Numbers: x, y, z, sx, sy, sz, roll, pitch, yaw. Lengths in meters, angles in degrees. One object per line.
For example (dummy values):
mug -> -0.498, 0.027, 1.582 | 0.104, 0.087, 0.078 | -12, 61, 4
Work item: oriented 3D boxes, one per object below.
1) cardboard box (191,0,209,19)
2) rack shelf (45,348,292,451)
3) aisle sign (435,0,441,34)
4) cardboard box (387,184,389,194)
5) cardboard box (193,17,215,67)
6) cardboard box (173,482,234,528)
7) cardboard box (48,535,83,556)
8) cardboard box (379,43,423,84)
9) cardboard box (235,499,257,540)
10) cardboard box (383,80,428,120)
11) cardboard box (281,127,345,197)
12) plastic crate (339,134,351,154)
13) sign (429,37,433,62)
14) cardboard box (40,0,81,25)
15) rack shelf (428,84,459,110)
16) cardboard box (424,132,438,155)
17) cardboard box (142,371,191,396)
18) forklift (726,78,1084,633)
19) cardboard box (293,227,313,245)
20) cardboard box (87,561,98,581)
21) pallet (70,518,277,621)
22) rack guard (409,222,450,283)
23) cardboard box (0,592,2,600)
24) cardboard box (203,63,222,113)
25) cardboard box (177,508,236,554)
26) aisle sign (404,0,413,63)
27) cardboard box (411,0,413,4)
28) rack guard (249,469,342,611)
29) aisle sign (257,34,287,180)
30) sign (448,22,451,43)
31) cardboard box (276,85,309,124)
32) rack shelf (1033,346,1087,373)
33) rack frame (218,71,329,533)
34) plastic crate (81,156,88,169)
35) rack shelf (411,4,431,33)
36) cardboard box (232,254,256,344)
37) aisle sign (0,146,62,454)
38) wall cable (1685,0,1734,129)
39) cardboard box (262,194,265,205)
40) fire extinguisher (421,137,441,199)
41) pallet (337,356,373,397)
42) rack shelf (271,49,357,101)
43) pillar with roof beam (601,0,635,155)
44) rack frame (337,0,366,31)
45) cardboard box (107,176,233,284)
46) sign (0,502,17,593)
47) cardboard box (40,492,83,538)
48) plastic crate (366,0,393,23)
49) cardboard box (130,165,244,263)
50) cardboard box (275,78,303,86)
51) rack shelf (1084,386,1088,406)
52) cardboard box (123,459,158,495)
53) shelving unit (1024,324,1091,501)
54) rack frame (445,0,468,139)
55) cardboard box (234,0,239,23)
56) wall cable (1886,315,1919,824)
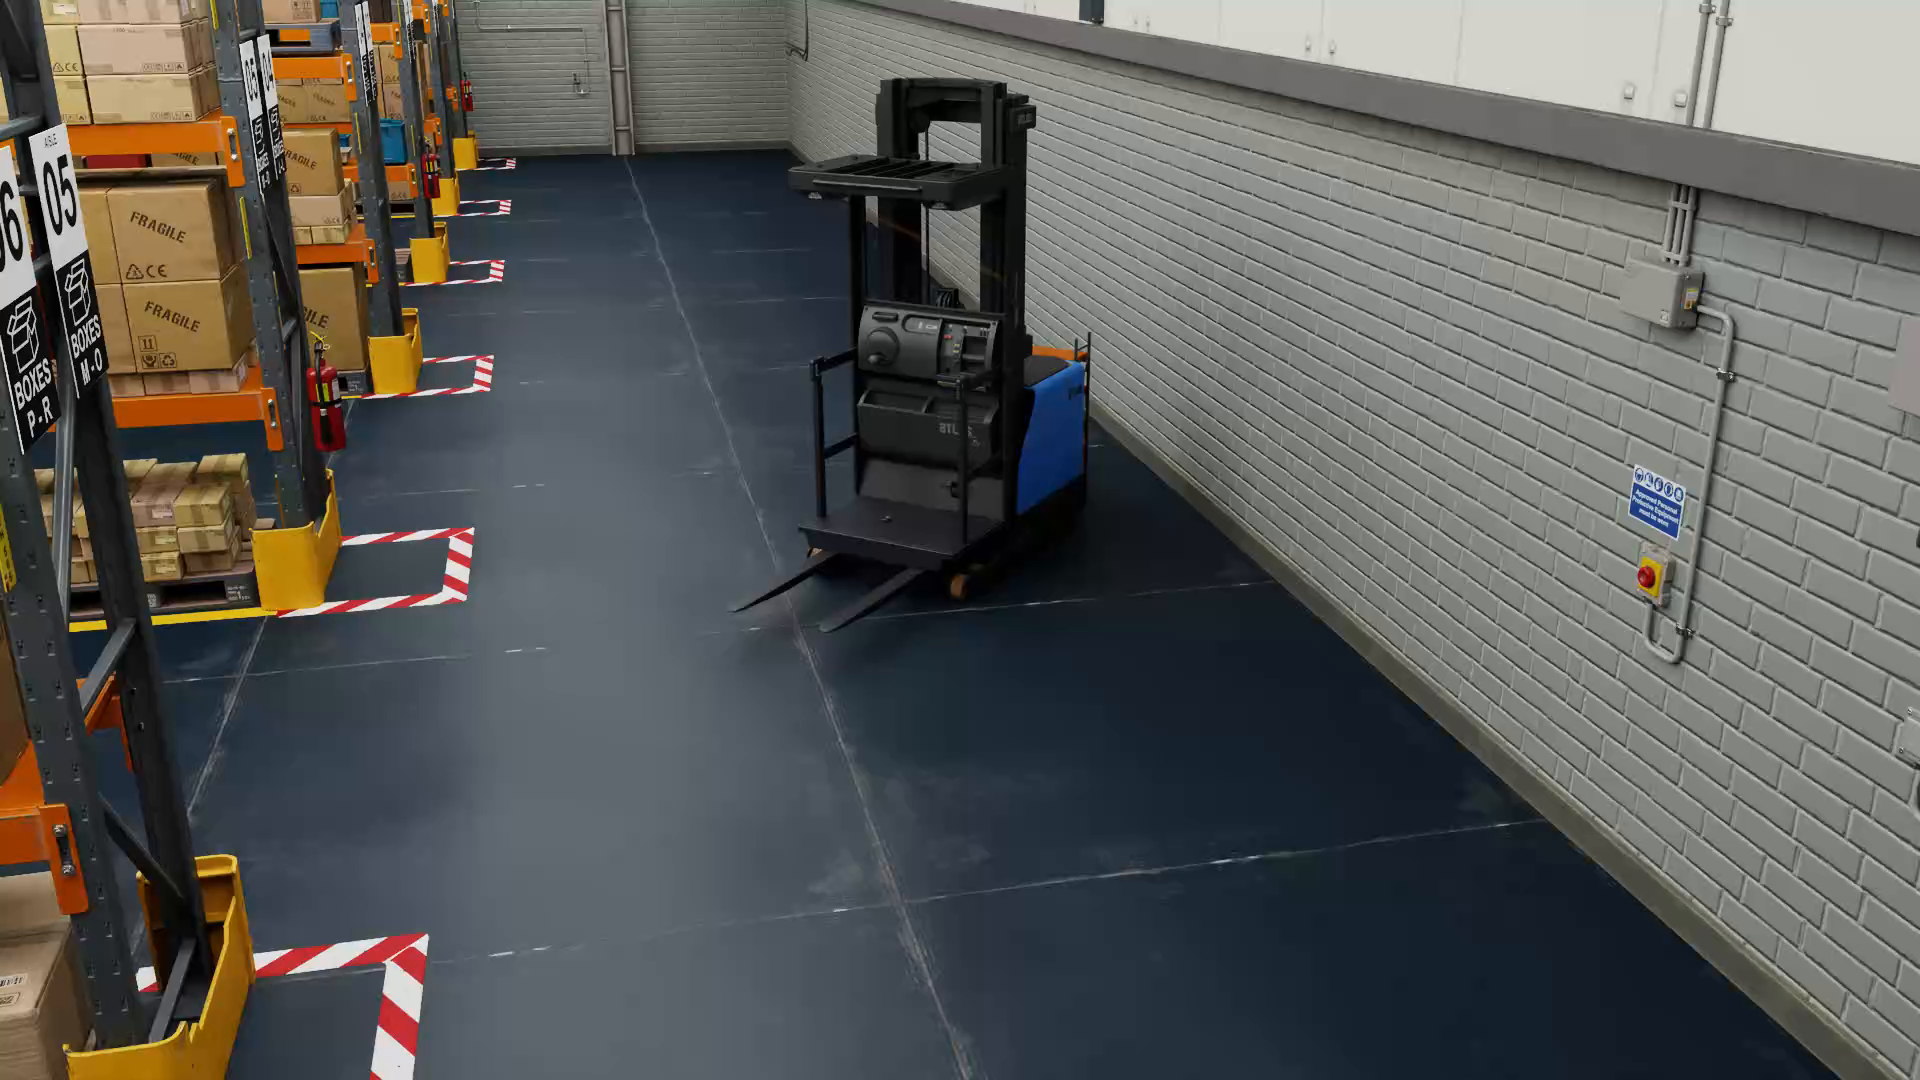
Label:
cardboard box -> -4.375, -3.009, 9.339 | 0.250, 0.149, 0.380 | -5, 21, -13
rack shelf -> -5.953, -0.703, 9.538 | 4.000, 0.370, 1.077 | -5, 21, -12
aisle sign -> -7.327, -7.508, 23.289 | 0.004, 0.787, 0.394 | -5, 21, -12
cardboard box -> -8.213, -4.932, 23.517 | 0.250, 0.166, 0.380 | -5, 21, -12
cardboard box -> -4.504, -2.823, 9.410 | 0.500, 0.250, 0.500 | -4, 21, -12
cardboard box -> -4.464, -0.210, 9.816 | 0.250, 0.149, 0.380 | -4, 21, -12
cardboard box -> -5.246, -0.031, 9.760 | 0.250, 0.149, 0.380 | -5, 21, -13
cardboard box -> -7.696, -6.572, 22.917 | 0.500, 0.500, 0.500 | -5, 21, -13
cardboard box -> -4.591, -0.123, 10.443 | 0.250, 0.149, 0.380 | -4, 21, -11
cardboard box -> -7.699, -6.104, 23.090 | 0.500, 0.500, 0.500 | -4, 20, -11
cardboard box -> -5.464, -3.162, 13.900 | 0.500, 0.500, 0.500 | -4, 21, -12
plastic crate -> -7.146, -4.513, 19.050 | 0.300, 0.233, 0.416 | -5, 21, -12
sign -> -7.218, -6.688, 22.688 | 0.005, 0.325, 0.100 | -5, 21, -12
cardboard box -> -4.775, -2.827, 8.841 | 0.250, 0.149, 0.380 | -5, 21, -14
rack shelf -> -10.416, -7.345, 27.671 | 4.000, 0.370, 1.077 | -5, 21, -12
cardboard box -> -9.128, -6.776, 28.094 | 0.500, 0.500, 0.700 | -5, 21, -12
cardboard box -> -4.510, -0.953, 9.541 | 0.250, 0.149, 0.380 | -5, 21, -13
forklift -> -0.296, -1.185, 9.909 | 1.130, 2.935, 3.031 | 10, 23, 26
cardboard box -> -5.573, -2.589, 14.008 | 0.250, 0.149, 0.380 | -4, 21, -12
cardboard box -> -4.975, 0.101, 9.833 | 0.250, 0.149, 0.380 | -5, 21, -13
pallet -> -4.880, 0.169, 10.166 | 1.213, 0.211, 1.003 | -5, 21, -12
rack guard -> -6.169, -3.357, 19.373 | 0.348, 0.500, 1.175 | -5, 21, -12
cardboard box -> -3.184, 0.052, 4.834 | 0.500, 0.500, 0.500 | -4, 20, -11
cardboard box -> -4.503, -2.587, 9.492 | 0.500, 0.250, 0.500 | -4, 20, -11
cardboard box -> -4.455, -0.060, 9.838 | 0.250, 0.149, 0.380 | -5, 21, -14
aisle sign -> -6.052, -5.653, 18.227 | 0.004, 0.787, 0.394 | -5, 21, -12
cardboard box -> -7.884, -7.566, 23.084 | 0.500, 0.250, 0.500 | -5, 21, -12
rack guard -> -4.081, -0.019, 10.259 | 0.348, 0.500, 1.175 | -5, 21, -12
aisle sign -> -4.005, -2.526, 9.689 | 0.004, 0.787, 0.394 | -5, 21, -12
sign -> -8.358, -8.313, 27.240 | 0.005, 0.325, 0.100 | -5, 21, -12
cardboard box -> -9.180, -5.984, 22.764 | 0.500, 0.500, 0.500 | -5, 21, -13
rack shelf -> 0.613, -1.223, 11.386 | 0.480, 0.148, 0.258 | 10, 23, 26
rack frame -> -4.007, -1.199, 9.846 | 0.127, 3.000, 1.000 | -5, 21, -12
plastic crate -> -9.597, -4.102, 18.067 | 0.243, 0.136, 0.396 | -5, 21, -12
rack shelf -> -9.272, -7.096, 22.629 | 4.000, 0.370, 1.077 | -5, 21, -12
cardboard box -> -4.508, -1.442, 9.933 | 0.500, 0.500, 0.500 | -4, 20, -10
aisle sign -> -2.628, -0.672, 4.630 | 0.004, 0.787, 0.394 | -5, 21, -12
wall cable -> 2.701, -2.911, 5.799 | 0.029, 3.000, 0.463 | -5, 21, -12
cardboard box -> -5.954, -2.769, 13.919 | 0.500, 0.250, 0.500 | -5, 21, -13
fire extinguisher -> -5.938, -4.173, 18.621 | 0.183, 0.674, 0.296 | -5, 21, -12
pallet -> -5.810, -1.468, 14.636 | 1.213, 0.211, 1.003 | -5, 21, -12
rack shelf -> -6.996, -3.779, 13.576 | 4.000, 0.370, 1.077 | -5, 21, -12
pillar with roof beam -> -5.050, -9.720, 24.387 | 0.400, 9.000, 9.100 | -5, 21, -12
rack frame -> -5.050, -5.684, 13.368 | 0.127, 3.000, 1.000 | -5, 21, -12
cardboard box -> -4.395, -1.735, 9.279 | 0.500, 0.500, 0.500 | -5, 21, -14
sign -> -2.658, -0.022, 4.606 | 0.005, 0.325, 0.100 | -5, 21, -12
cardboard box -> -5.211, -0.147, 9.644 | 0.250, 0.149, 0.380 | -5, 21, -15
plastic crate -> -6.629, -5.935, 18.604 | 0.590, 0.269, 0.497 | -5, 21, -12
cardboard box -> -4.505, -1.908, 9.751 | 0.500, 0.500, 0.500 | -5, 21, -13
cardboard box -> -9.191, -6.449, 22.579 | 0.500, 0.500, 0.500 | -4, 20, -11
rack shelf -> 0.613, -1.001, 11.467 | 0.480, 0.148, 0.258 | 10, 23, 26
cardboard box -> -5.110, -0.370, 10.252 | 0.250, 0.149, 0.380 | -5, 21, -13
shelving unit -> 0.613, -0.854, 11.521 | 0.503, 1.200, 0.258 | 10, 23, 26
rack frame -> -8.470, -7.841, 27.979 | 0.127, 3.000, 1.000 | -5, 21, -12
cardboard box -> -6.119, -4.503, 13.605 | 0.500, 0.500, 0.700 | -5, 21, -14
wall cable -> 3.050, -0.007, 5.116 | 0.122, 1.984, 0.588 | -5, 21, -12
